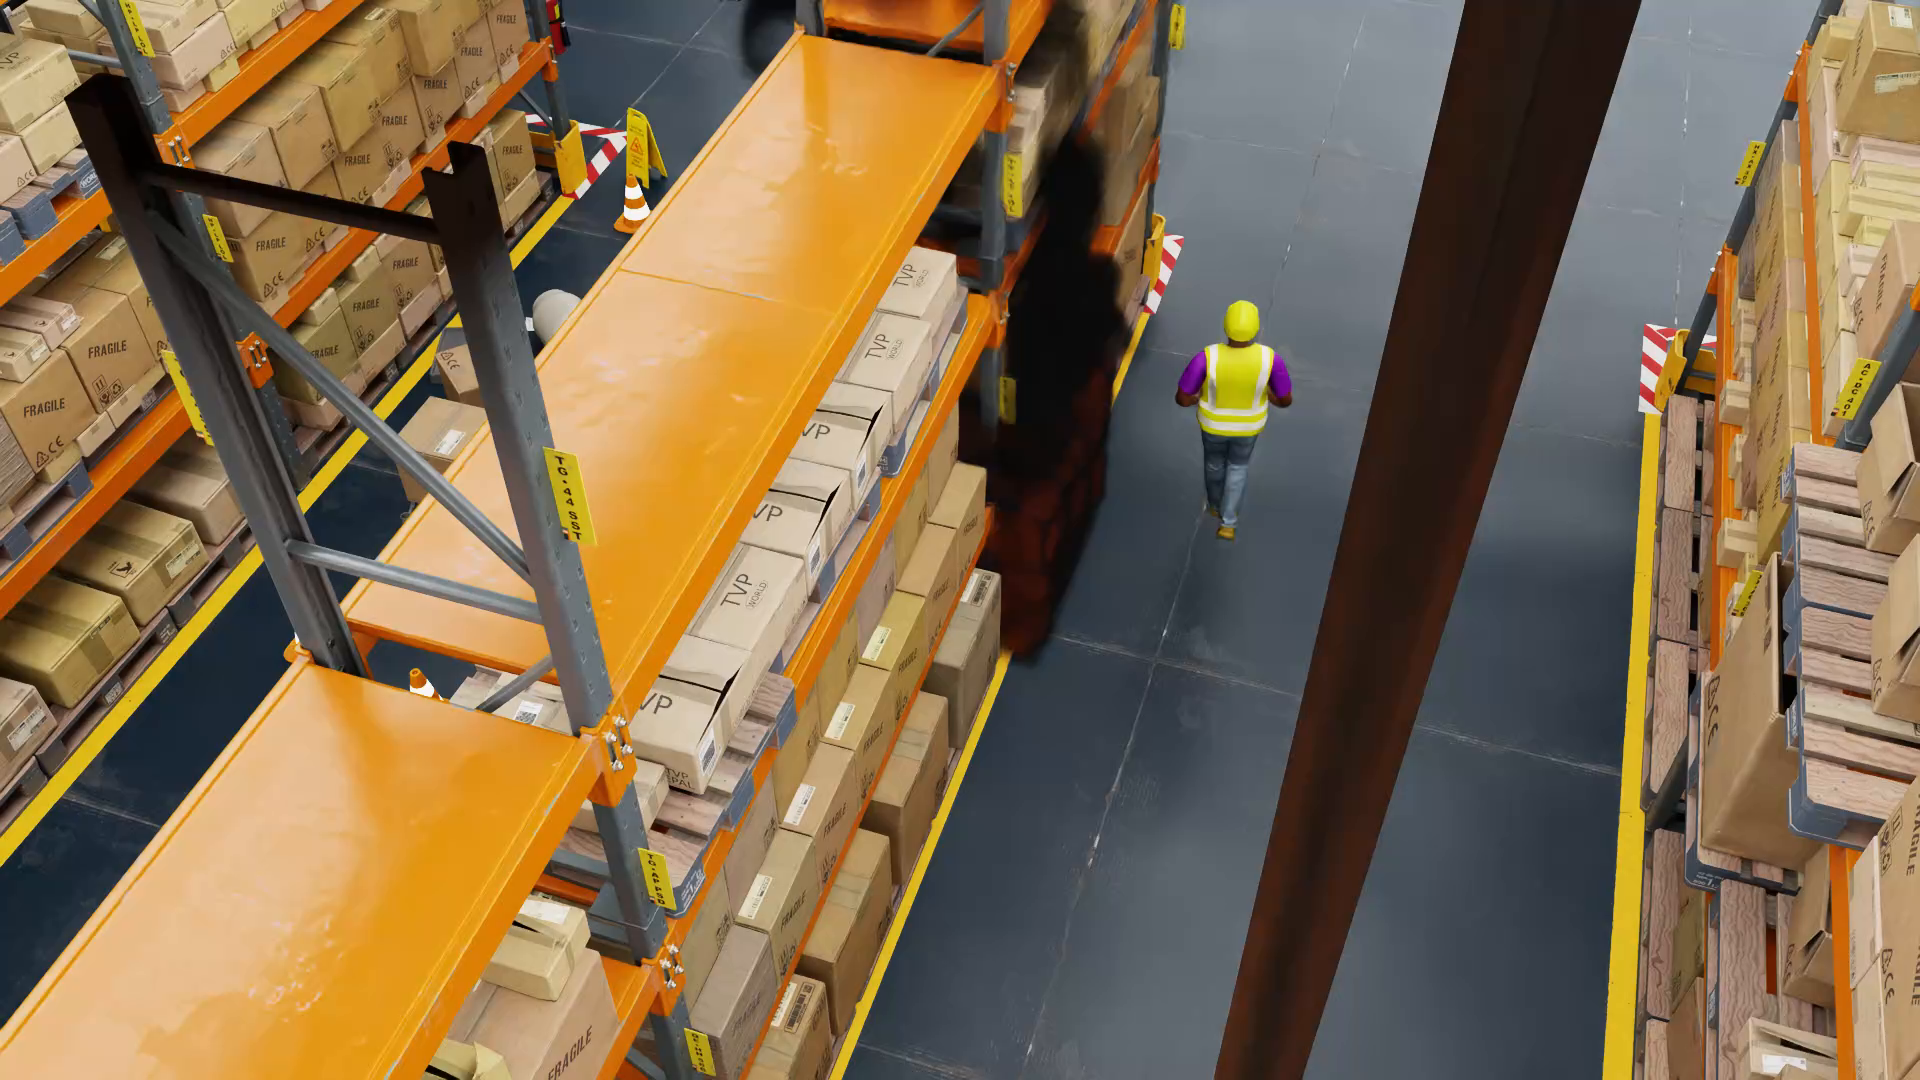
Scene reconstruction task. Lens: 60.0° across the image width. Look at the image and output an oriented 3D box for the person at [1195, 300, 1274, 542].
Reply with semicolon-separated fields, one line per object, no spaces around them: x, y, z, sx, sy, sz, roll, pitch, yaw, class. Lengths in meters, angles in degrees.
-3.878;-2.331;11.950;11.965;1.995;4.177;5;46;4;person
